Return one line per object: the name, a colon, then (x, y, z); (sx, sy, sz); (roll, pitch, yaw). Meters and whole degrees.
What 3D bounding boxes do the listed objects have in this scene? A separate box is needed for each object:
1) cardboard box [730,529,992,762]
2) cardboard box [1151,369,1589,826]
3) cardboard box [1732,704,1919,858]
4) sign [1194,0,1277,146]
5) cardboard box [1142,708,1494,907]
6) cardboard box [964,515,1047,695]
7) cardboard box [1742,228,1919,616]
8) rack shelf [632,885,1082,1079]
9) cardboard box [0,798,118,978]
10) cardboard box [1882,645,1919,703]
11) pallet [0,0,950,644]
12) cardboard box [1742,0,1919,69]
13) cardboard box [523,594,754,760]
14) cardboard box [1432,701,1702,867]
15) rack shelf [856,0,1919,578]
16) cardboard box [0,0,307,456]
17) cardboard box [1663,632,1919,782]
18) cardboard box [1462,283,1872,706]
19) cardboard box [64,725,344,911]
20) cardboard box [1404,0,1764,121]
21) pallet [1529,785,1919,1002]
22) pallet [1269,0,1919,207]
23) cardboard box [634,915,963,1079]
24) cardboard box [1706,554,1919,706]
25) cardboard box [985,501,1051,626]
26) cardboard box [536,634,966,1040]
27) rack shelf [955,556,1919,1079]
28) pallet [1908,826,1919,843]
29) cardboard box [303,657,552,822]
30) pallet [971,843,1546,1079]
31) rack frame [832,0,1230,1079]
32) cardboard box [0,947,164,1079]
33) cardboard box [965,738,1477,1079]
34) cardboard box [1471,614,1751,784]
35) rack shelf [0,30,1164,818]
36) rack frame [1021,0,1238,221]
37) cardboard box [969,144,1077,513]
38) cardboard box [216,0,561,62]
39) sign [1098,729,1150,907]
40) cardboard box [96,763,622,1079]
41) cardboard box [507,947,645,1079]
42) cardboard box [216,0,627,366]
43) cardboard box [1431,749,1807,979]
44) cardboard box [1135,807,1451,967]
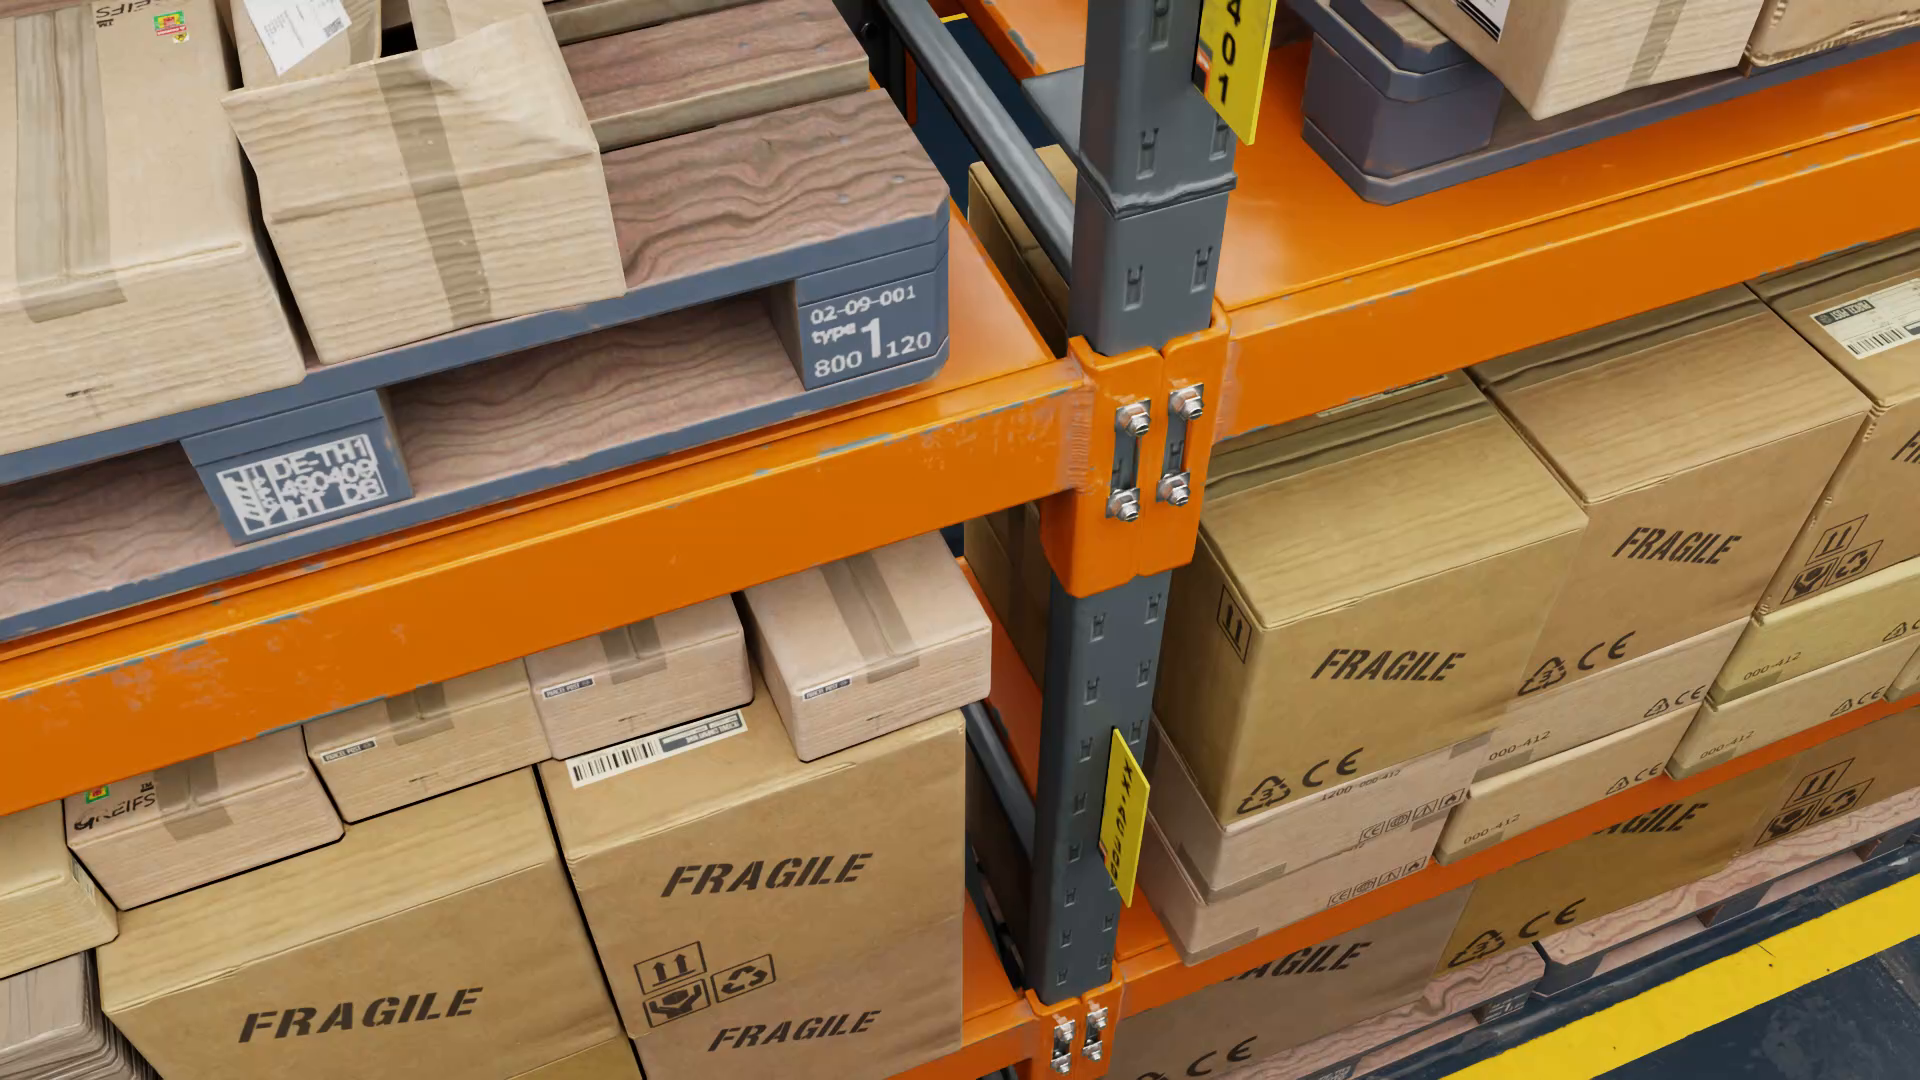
cardboard box: (-0.150, 0.052, 2.075); (0.250, 0.149, 0.380); (-18, 52, -15)
cardboard box: (0.531, 0.028, 2.524); (0.500, 0.500, 0.500); (-17, 51, -14)
cardboard box: (2.220, 0.111, 4.301); (0.875, 0.875, 0.875); (-17, 51, -14)
sign: (0.226, -0.472, 1.308); (0.005, 0.325, 0.100); (-17, 52, -14)
cardboard box: (0.529, 0.268, 2.812); (0.500, 0.250, 0.500); (-19, 52, -15)
cardboard box: (0.335, 0.053, 3.326); (0.500, 0.250, 0.500); (-18, 52, -15)
cardboard box: (1.457, -0.280, 2.788); (0.500, 0.500, 0.500); (-18, 52, -15)
rack shelf: (-1.837, 1.118, 2.787); (4.000, 0.370, 1.077); (-17, 52, -14)
cardboard box: (-1.115, 0.299, 1.864); (0.250, 0.149, 0.380); (-18, 52, -15)
cardboard box: (1.947, -0.004, 3.375); (0.500, 0.250, 0.500); (-18, 52, -15)
pallet: (-0.747, -0.411, 1.707); (1.213, 0.211, 1.003); (-17, 52, -14)
cardboard box: (0.940, -0.886, 1.713); (0.500, 0.500, 0.500); (-18, 52, -15)
cardboard box: (-0.435, 0.052, 2.076); (0.250, 0.149, 0.380); (-16, 51, -13)
cardboard box: (1.000, 0.269, 3.141); (0.500, 0.250, 0.500); (-18, 52, -15)
rack shelf: (1.866, -1.006, 2.634); (4.000, 0.370, 1.077); (-17, 52, -14)
cardboard box: (-0.700, -0.271, 1.351); (0.250, 0.149, 0.380); (-16, 51, -13)
cardboard box: (1.481, 0.133, 3.257); (0.500, 0.250, 0.500); (-18, 52, -15)
cardboard box: (0.991, -0.138, 2.666); (0.500, 0.500, 0.500); (-17, 52, -14)
cardboard box: (-0.897, 0.202, 1.947); (0.250, 0.149, 0.380); (-18, 52, -15)
cardboard box: (0.610, -0.658, 1.672); (0.258, 0.266, 0.396); (-18, 52, -15)
pallet: (1.832, 0.592, 4.603); (1.213, 0.211, 1.003); (-17, 52, -14)
pallet: (0.845, -0.902, 2.197); (1.217, 0.209, 0.805); (-19, 52, -16)
cardboard box: (-0.318, 0.590, 2.700); (0.500, 0.500, 0.500); (-17, 51, -14)
cardboard box: (1.478, -0.027, 3.065); (0.500, 0.250, 0.500); (-17, 51, -14)
cardboard box: (0.331, -0.101, 3.129); (0.500, 0.250, 0.500); (-17, 52, -14)
cardboard box: (-0.318, 0.281, 2.306); (0.500, 0.500, 0.500); (-18, 52, -15)
rack shelf: (1.866, -0.029, 3.772); (4.000, 0.370, 1.077); (-17, 52, -14)
pallet: (2.959, 0.245, 4.901); (1.213, 0.211, 1.003); (-17, 52, -14)
cardboard box: (-0.670, 0.117, 2.020); (0.250, 0.149, 0.380); (-17, 51, -14)
pallet: (0.701, 0.945, 4.300); (1.213, 0.211, 1.003); (-17, 52, -14)
rack frame: (0.015, 0.310, 3.006); (0.127, 3.000, 1.000); (-17, 52, -14)
cardboard box: (-1.258, 0.574, 2.055); (0.500, 0.500, 0.500); (-17, 51, -14)
cardboard box: (0.559, 0.632, 3.854); (0.875, 0.875, 0.875); (-16, 51, -13)
cardboard box: (1.001, 0.099, 2.957); (0.500, 0.250, 0.500); (-16, 51, -14)
rack shelf: (-1.837, 0.141, 1.649); (4.000, 0.370, 1.077); (-17, 52, -14)
rack frame: (0.015, -1.644, 0.730); (0.127, 3.000, 1.000); (-17, 52, -14)
cardboard box: (0.333, -0.353, 2.851); (0.500, 0.500, 0.500); (-16, 51, -13)
cardboard box: (-0.609, -0.848, 1.615); (0.500, 0.500, 0.500); (-16, 51, -14)
sign: (0.226, 0.392, 2.313); (0.005, 0.325, 0.100); (-17, 52, -14)
cardboard box: (-0.790, 0.421, 2.186); (0.500, 0.500, 0.500); (-18, 52, -15)
cardboard box: (-0.792, 0.742, 2.570); (0.500, 0.500, 0.500); (-18, 52, -15)
cardboard box: (-0.455, -0.385, 1.372); (0.258, 0.266, 0.396); (-16, 51, -13)
cardboard box: (1.392, 0.367, 4.081); (0.875, 0.875, 0.875); (-16, 51, -13)
cardboard box: (0.522, 0.418, 3.012); (0.500, 0.250, 0.500); (-18, 52, -15)
